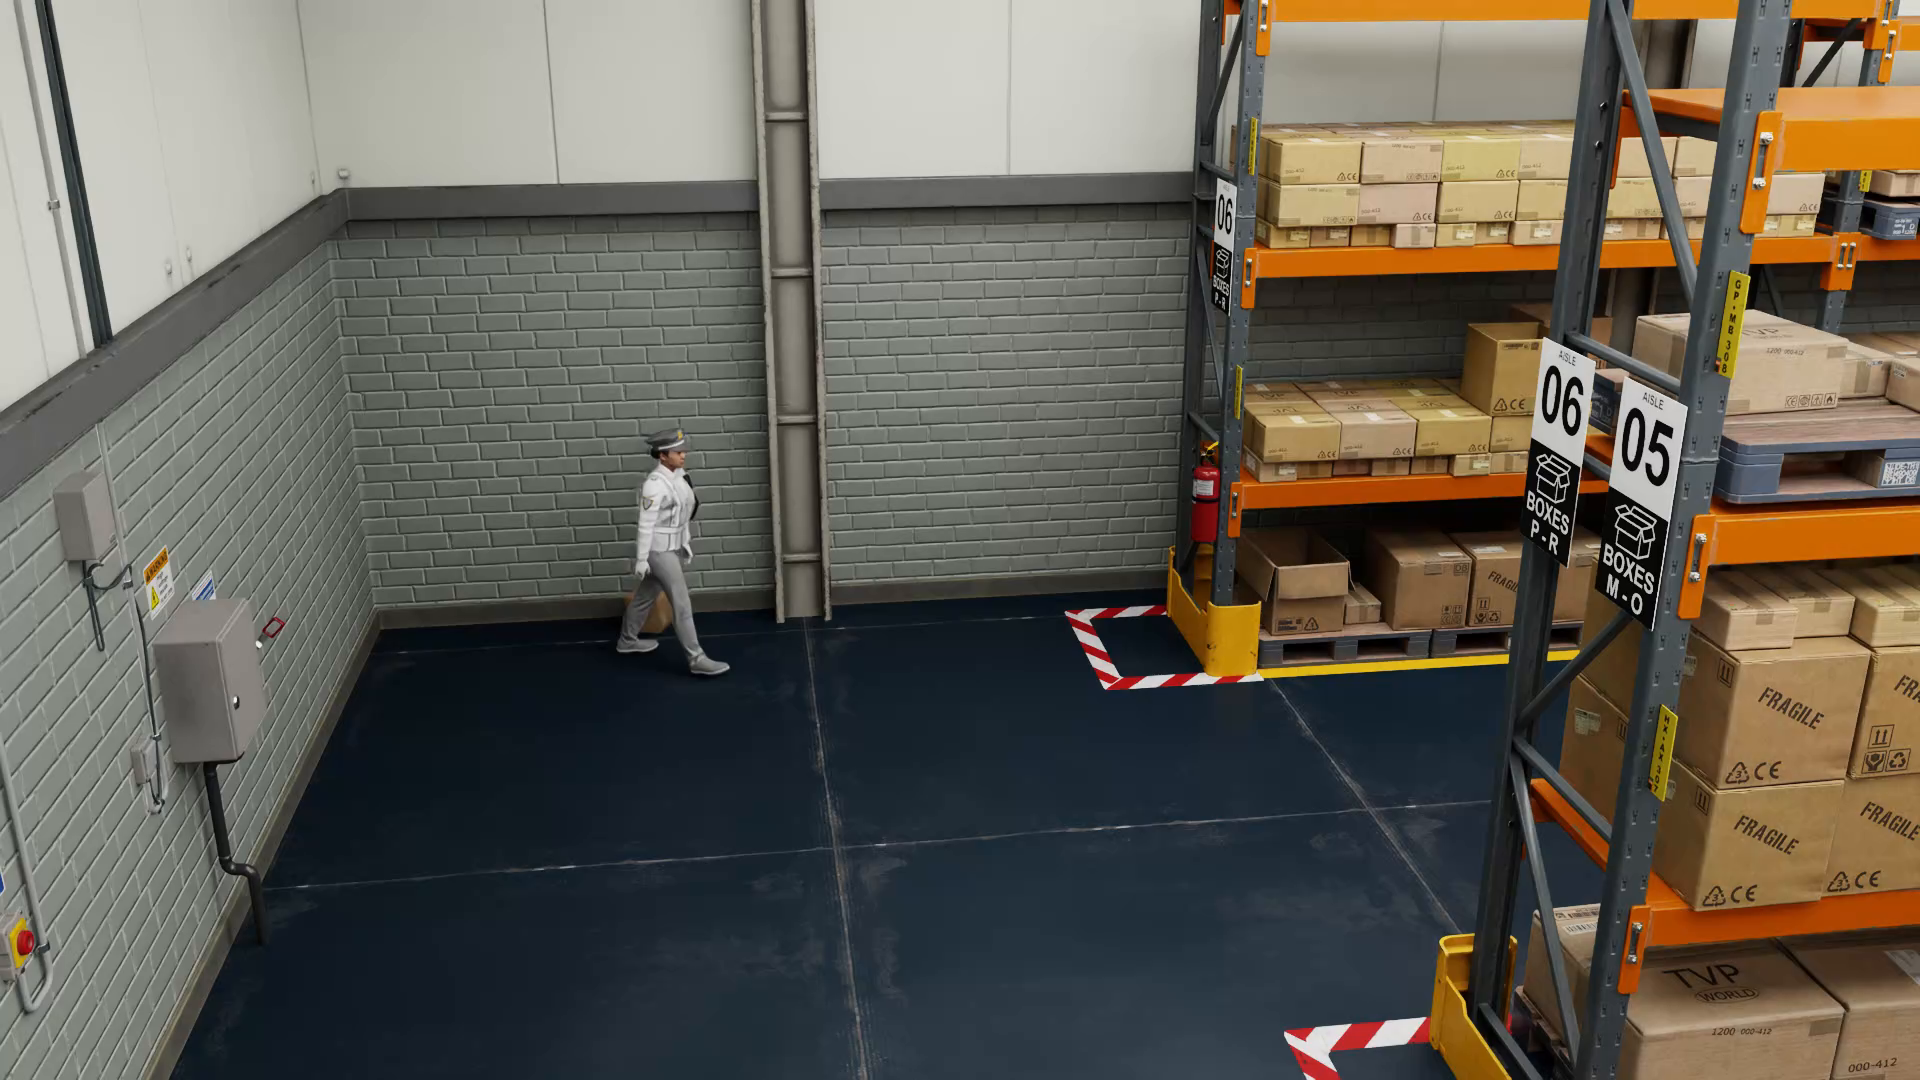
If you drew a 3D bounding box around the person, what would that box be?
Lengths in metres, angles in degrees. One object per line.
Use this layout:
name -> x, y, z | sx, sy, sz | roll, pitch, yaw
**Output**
person -> -1.915, 0.047, 10.928 | 0.856, 1.640, 0.502 | 3, 20, 8
